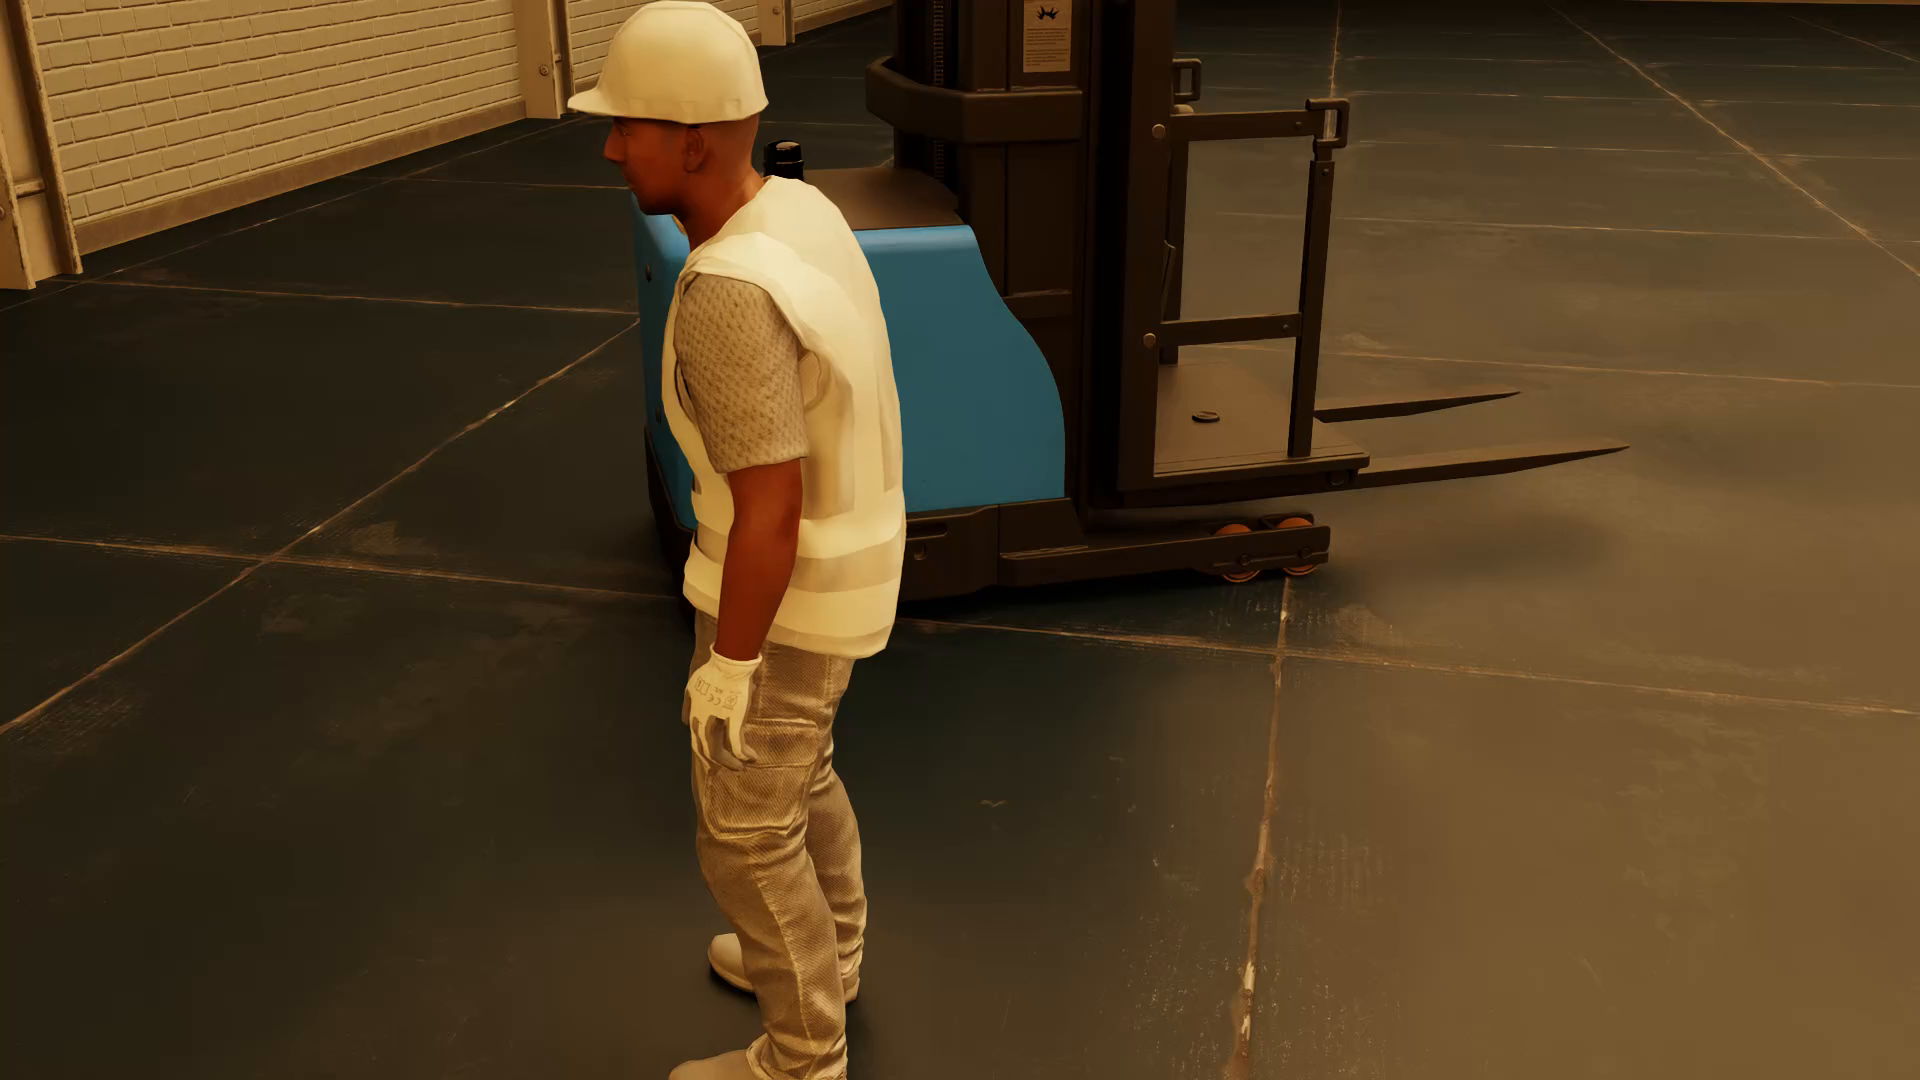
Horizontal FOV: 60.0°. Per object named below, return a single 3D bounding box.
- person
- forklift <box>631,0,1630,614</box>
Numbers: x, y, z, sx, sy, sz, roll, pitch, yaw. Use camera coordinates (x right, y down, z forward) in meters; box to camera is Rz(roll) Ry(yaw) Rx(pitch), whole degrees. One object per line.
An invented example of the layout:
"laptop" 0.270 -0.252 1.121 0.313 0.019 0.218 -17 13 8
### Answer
"person" -0.311 0.089 2.586 0.451 1.773 0.626 1 22 2
"forklift" 0.588 -1.419 4.747 3.031 2.935 1.130 -6 23 -14
